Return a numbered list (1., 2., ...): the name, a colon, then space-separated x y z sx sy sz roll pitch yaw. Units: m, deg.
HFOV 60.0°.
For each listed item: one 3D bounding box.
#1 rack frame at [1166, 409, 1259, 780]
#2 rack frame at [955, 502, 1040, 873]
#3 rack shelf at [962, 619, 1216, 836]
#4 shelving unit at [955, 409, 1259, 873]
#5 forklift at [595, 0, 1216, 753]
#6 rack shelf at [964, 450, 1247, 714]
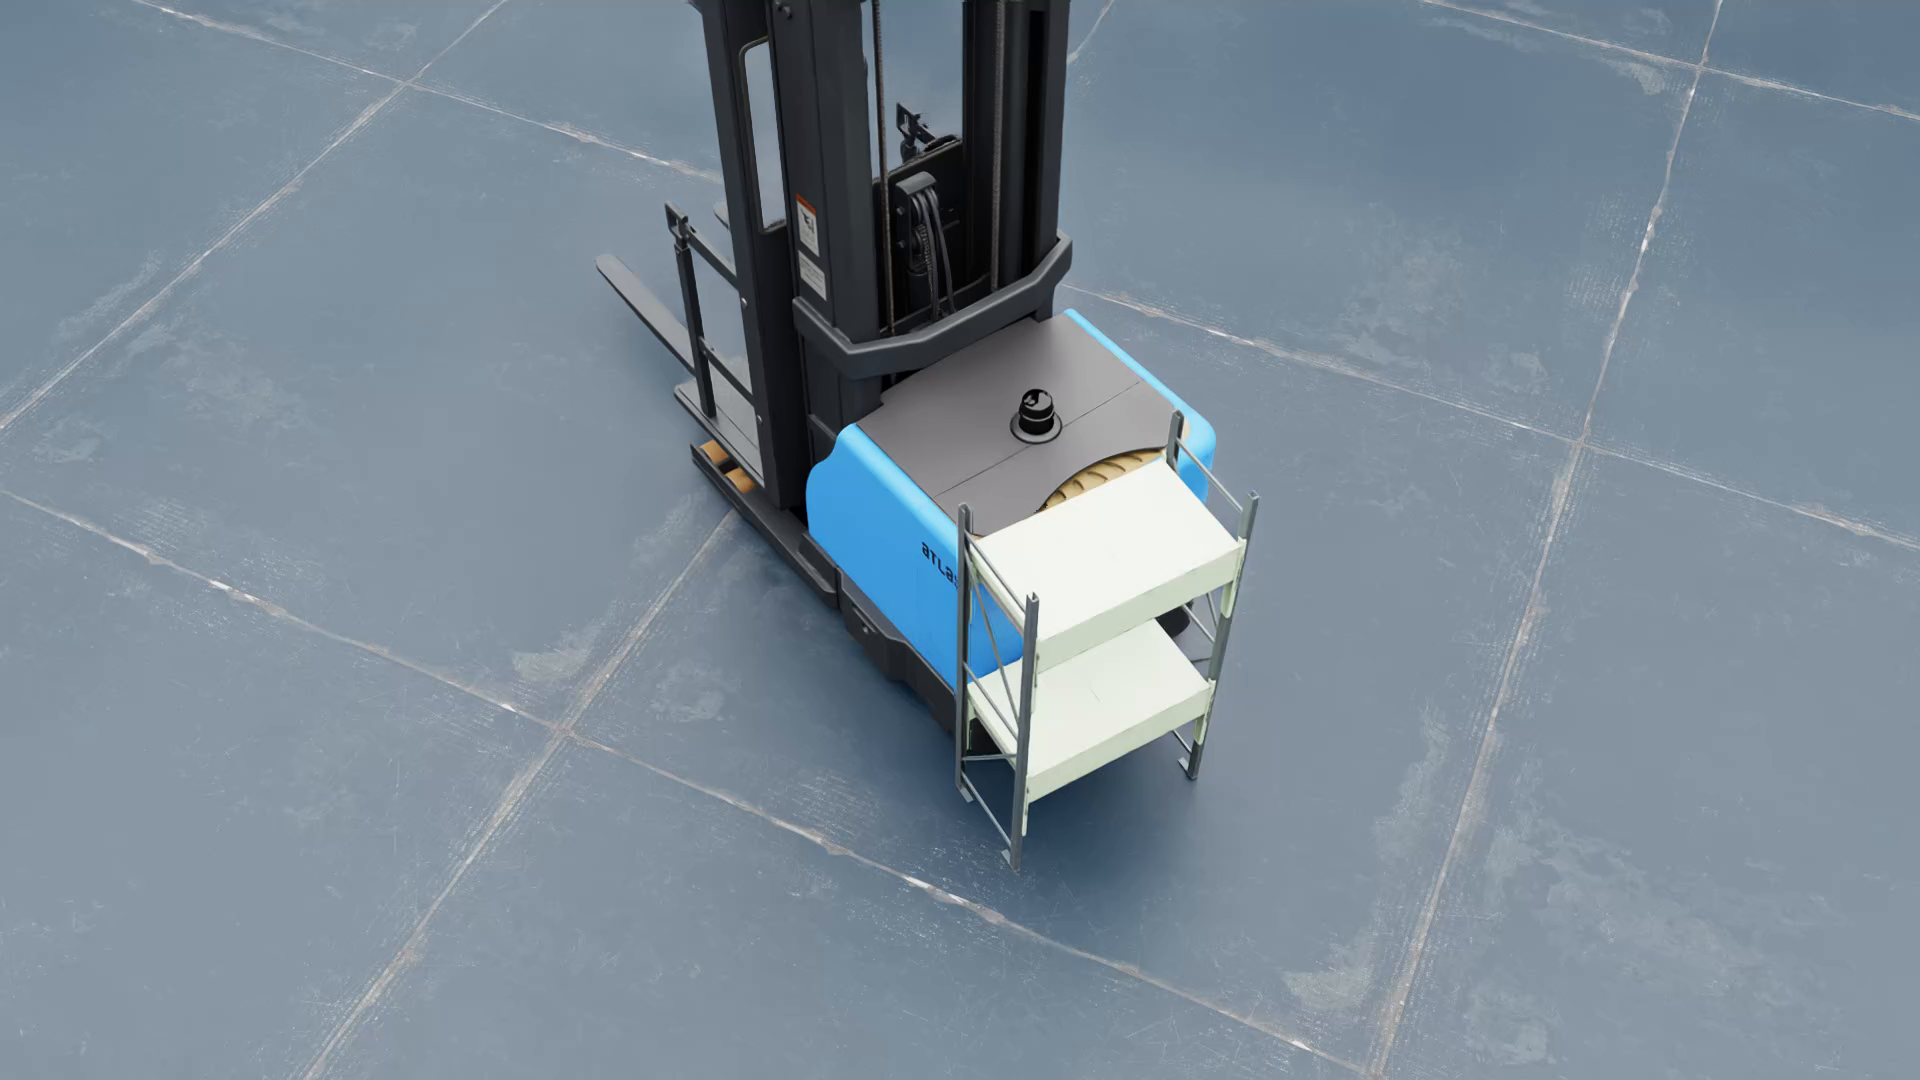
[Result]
1. rack frame: 0.731 0.227 5.382 0.023 1.500 0.400 -24 55 -19
2. rack frame: 0.099 0.508 5.144 0.023 1.500 0.400 -24 55 -19
3. rack shelf: 0.413 0.575 5.514 0.720 0.370 0.431 -24 55 -19
4. shelving unit: 0.415 0.367 5.263 0.755 1.500 0.431 -24 55 -19
5. forklift: -0.428 -1.283 5.732 1.130 2.935 3.031 -30 56 -23
6. rack shelf: 0.418 0.118 4.962 0.720 0.370 0.431 -24 55 -19
